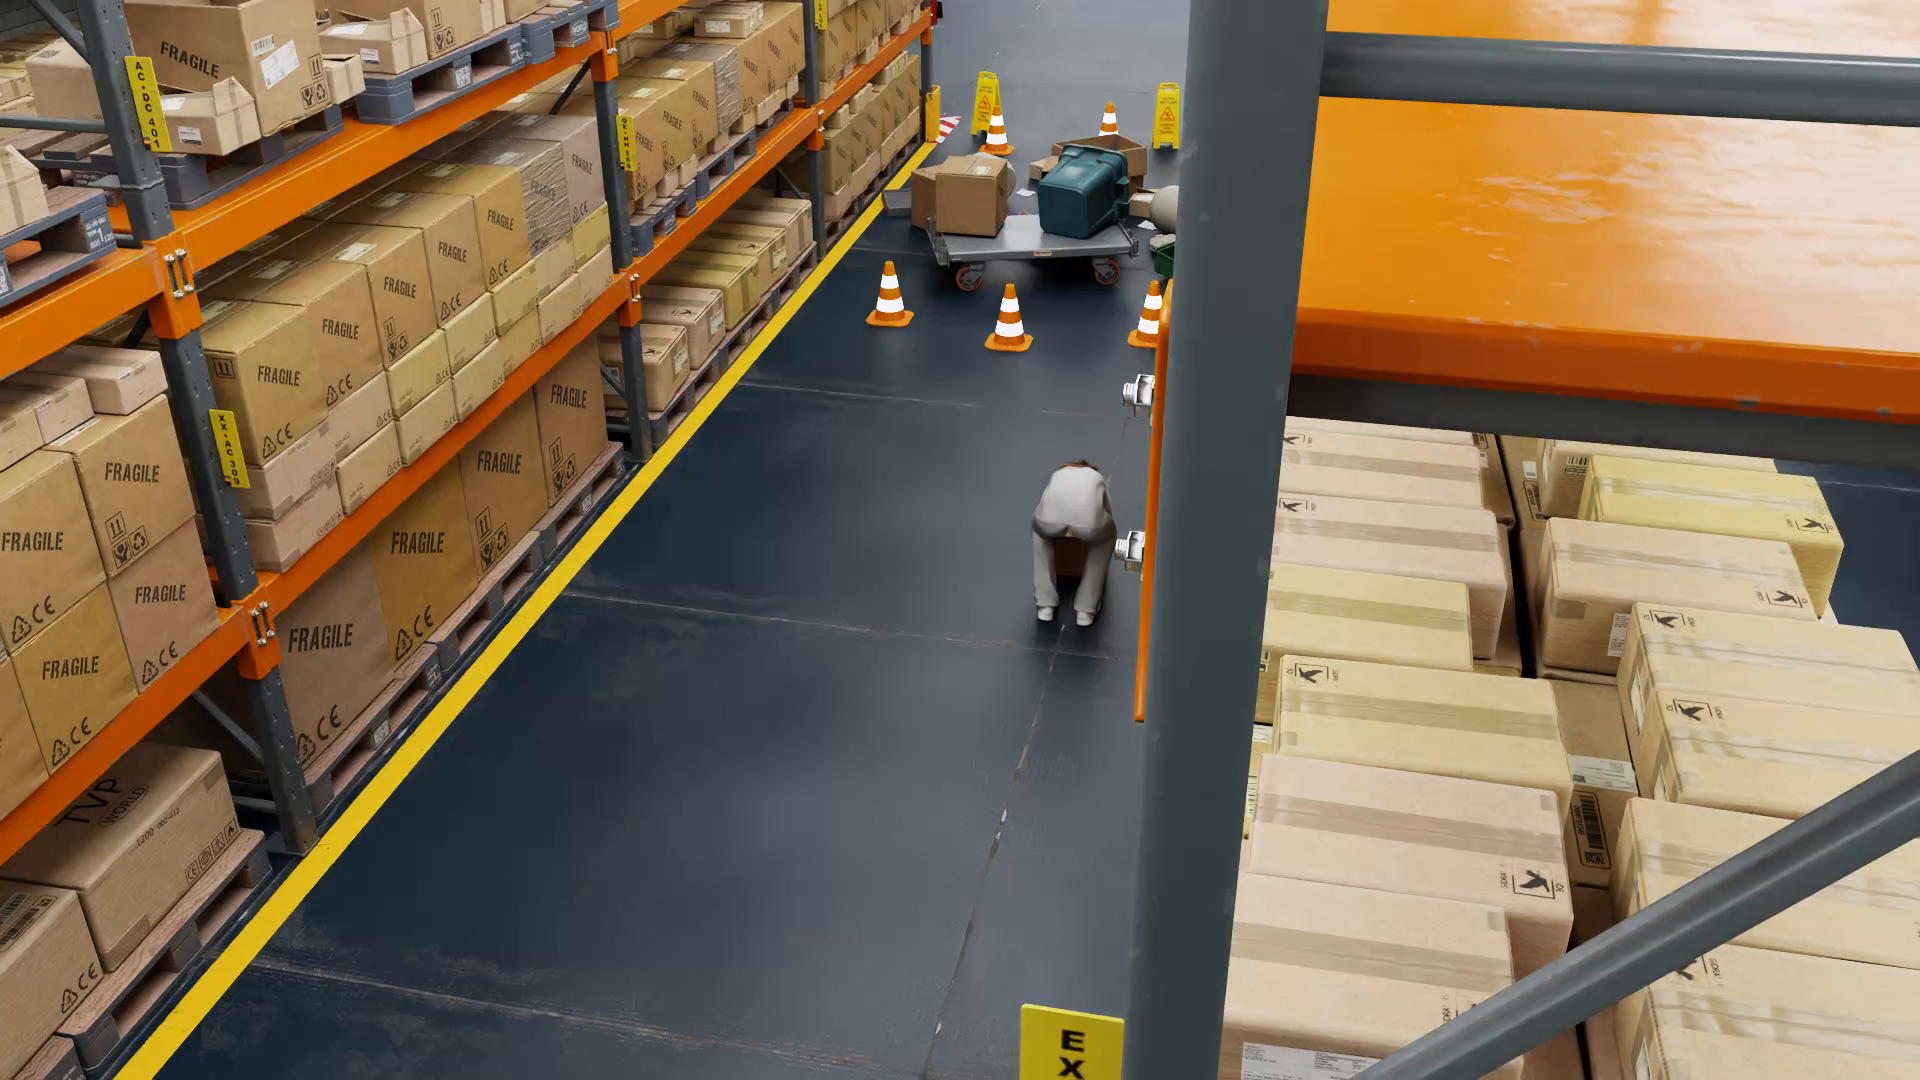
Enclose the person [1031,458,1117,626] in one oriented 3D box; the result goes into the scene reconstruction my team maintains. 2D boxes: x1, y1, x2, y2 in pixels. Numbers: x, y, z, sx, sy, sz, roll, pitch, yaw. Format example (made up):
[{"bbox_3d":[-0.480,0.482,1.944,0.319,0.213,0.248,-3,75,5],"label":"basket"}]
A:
[{"bbox_3d":[0.620,-0.052,9.071,0.476,0.852,0.852,5,29,9],"label":"person"}]
